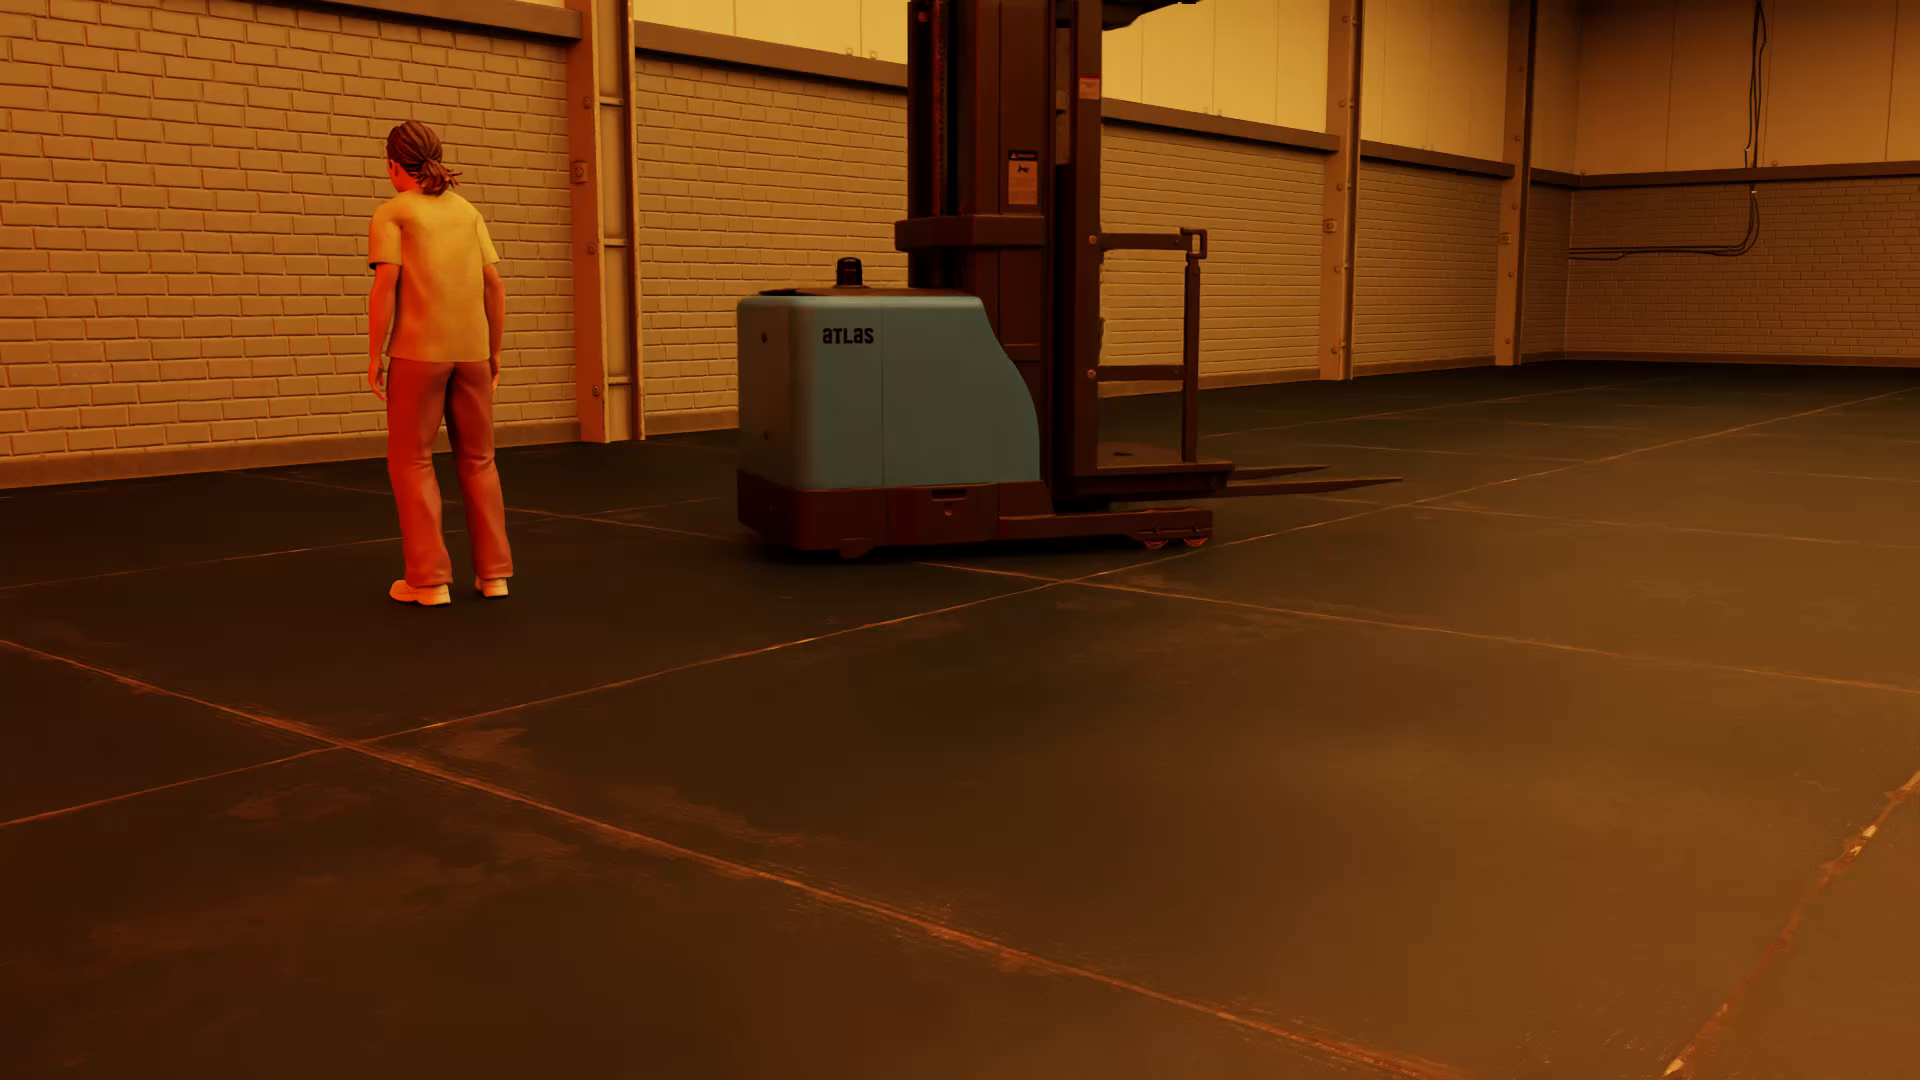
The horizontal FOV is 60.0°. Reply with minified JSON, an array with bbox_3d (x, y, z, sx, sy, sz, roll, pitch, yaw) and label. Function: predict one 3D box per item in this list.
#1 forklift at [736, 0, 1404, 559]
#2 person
[{"bbox_3d":[0.567,-1.484,7.425,3.031,2.935,1.130,-3,9,-21],"label":"forklift"},{"bbox_3d":[-1.834,-0.615,5.835,0.523,1.671,0.358,-8,11,-43],"label":"person"}]
